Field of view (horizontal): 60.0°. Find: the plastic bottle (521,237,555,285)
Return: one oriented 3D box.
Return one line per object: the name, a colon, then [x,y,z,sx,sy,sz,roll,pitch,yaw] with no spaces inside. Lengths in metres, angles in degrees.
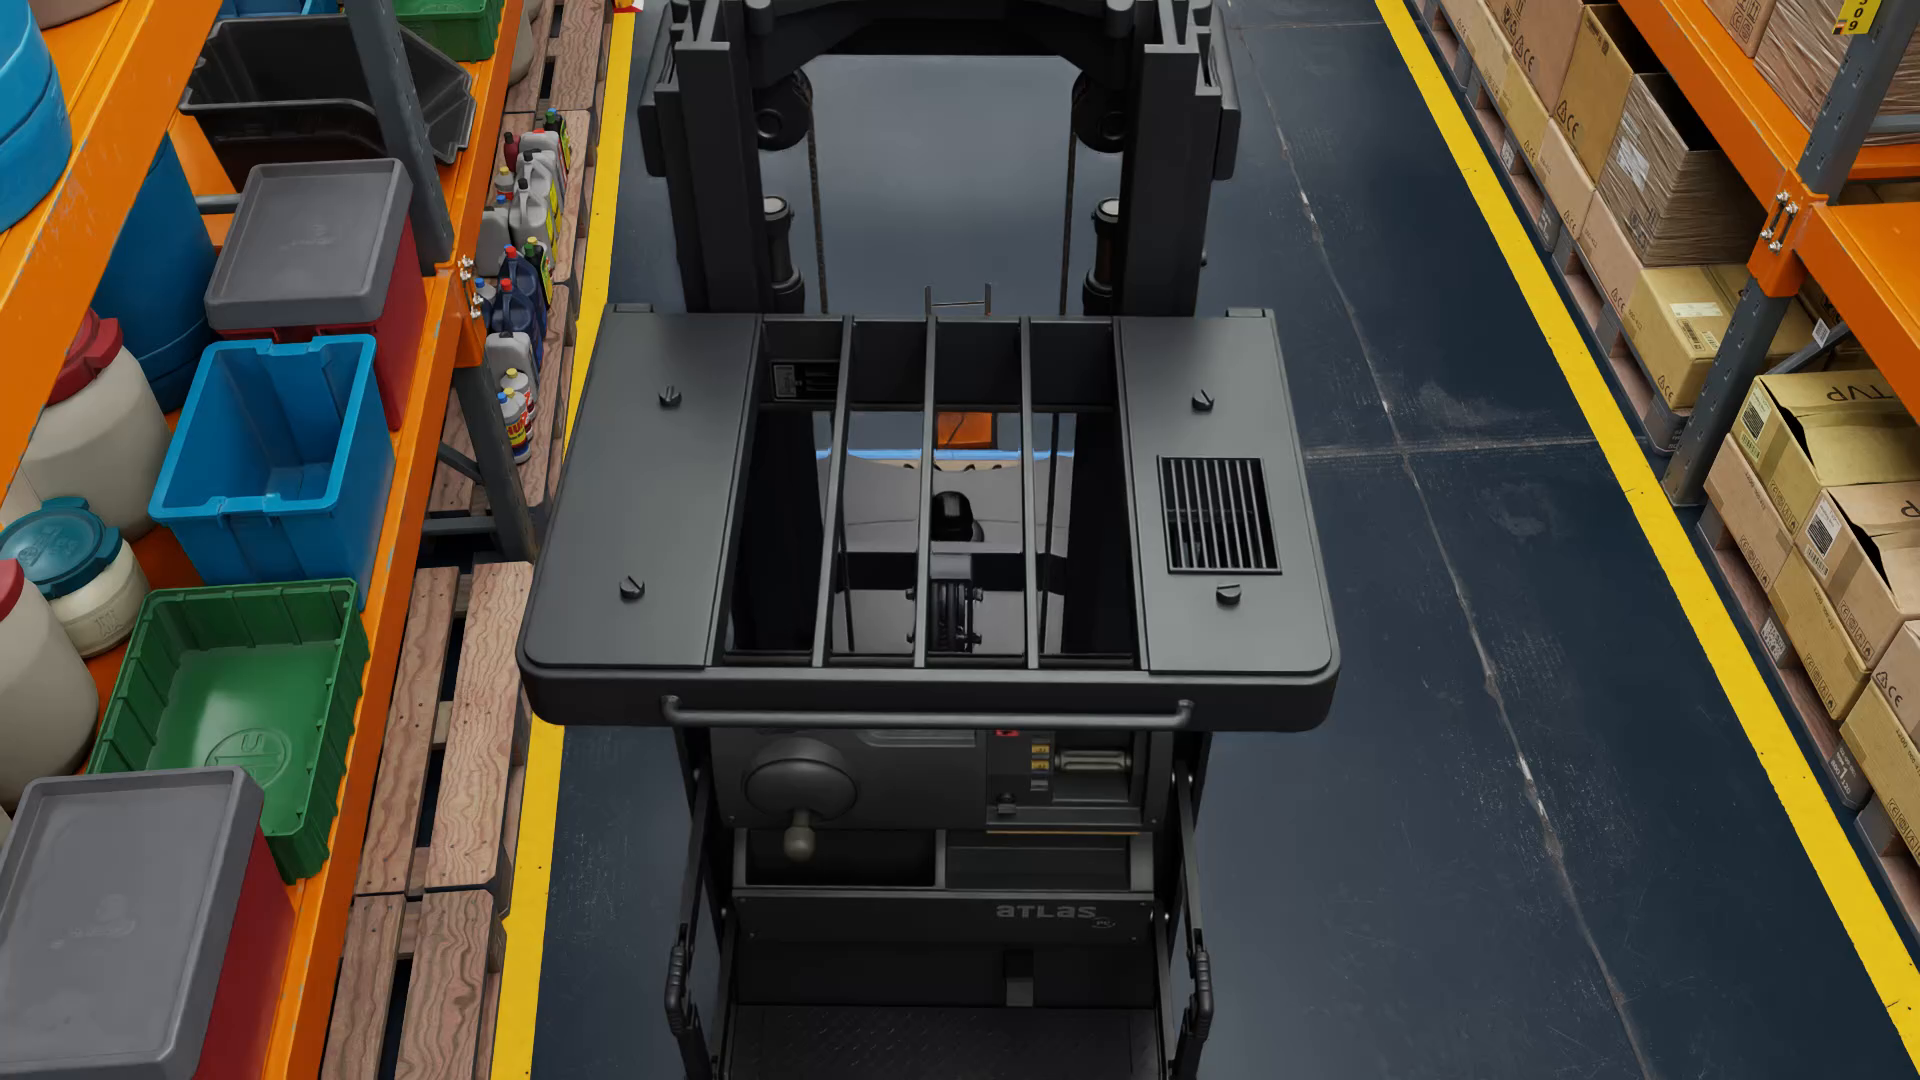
plastic bottle: [-1.606,-1.058,6.311,0.097,0.201,0.097,0,47,0]

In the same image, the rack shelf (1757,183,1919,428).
rack shelf: [3.168,0.479,3.726,1.077,0.370,4.000,-3,47,-3]

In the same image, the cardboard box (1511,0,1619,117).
cardboard box: [2.612,-2.080,6.742,0.500,0.500,0.500,-3,47,-3]

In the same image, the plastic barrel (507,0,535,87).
plastic barrel: [-2.097,-2.266,7.254,0.421,0.512,0.421,0,47,0]

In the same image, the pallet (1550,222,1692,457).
pallet: [2.976,-0.835,6.395,1.003,0.211,1.213,-3,47,-3]

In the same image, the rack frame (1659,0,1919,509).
rack frame: [3.001,-1.216,4.835,1.000,3.000,0.127,-3,47,-3]

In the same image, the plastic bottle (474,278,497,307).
plastic bottle: [-1.722,-0.837,6.053,0.097,0.271,0.097,0,47,0]

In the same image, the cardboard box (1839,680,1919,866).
cardboard box: [2.875,0.637,4.685,0.500,0.250,0.500,-5,47,-5]

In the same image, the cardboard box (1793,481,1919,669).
cardboard box: [2.824,0.069,4.837,0.500,0.311,0.500,-4,47,-4]

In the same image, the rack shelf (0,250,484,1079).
rack shelf: [-1.768,0.777,3.444,1.077,0.370,4.000,-3,47,-3]

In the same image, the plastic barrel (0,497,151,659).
plastic barrel: [-1.977,0.097,3.687,0.301,0.262,0.301,0,47,0]

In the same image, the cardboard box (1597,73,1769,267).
cardboard box: [2.714,-1.357,6.057,0.500,0.500,0.500,-3,47,-3]

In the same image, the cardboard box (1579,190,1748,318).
cardboard box: [2.712,-1.099,6.330,0.500,0.250,0.500,-3,47,-3]

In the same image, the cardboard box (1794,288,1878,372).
cardboard box: [3.264,-0.769,6.016,0.500,0.250,0.500,-3,47,-3]

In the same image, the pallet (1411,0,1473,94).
pallet: [2.772,-2.600,8.067,1.003,0.211,1.213,-3,47,-3]

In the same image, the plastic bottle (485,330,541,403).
plastic bottle: [-1.580,-0.621,5.846,0.152,0.276,0.135,-2,47,-2]

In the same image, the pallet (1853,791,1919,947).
pallet: [3.207,1.159,4.507,1.003,0.211,1.213,-3,47,-3]

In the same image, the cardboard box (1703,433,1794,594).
cardboard box: [2.788,-0.108,5.391,0.500,0.250,0.500,-5,47,-4]

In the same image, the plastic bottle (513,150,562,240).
plastic bottle: [-1.656,-1.346,6.480,0.144,0.351,0.185,-2,47,-2]

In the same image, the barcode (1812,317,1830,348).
barcode: [2.607,-0.628,5.036,0.001,0.075,0.075,-3,47,-3]

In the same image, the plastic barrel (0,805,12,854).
plastic barrel: [-1.976,0.585,3.036,0.433,0.535,0.433,0,47,0]

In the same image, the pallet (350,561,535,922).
pallet: [-1.831,0.607,5.029,1.003,0.211,1.213,-3,47,-3]

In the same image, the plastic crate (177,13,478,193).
plastic crate: [-1.852,-1.282,4.941,0.767,0.338,0.504,-3,47,-3]

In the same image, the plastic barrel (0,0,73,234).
plastic barrel: [-1.567,-0.820,2.049,0.600,0.901,0.708,-3,47,-3]

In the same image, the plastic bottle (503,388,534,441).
plastic bottle: [-1.534,-0.437,5.722,0.097,0.201,0.097,0,47,0]

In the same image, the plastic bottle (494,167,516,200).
plastic bottle: [-1.797,-1.393,6.627,0.097,0.201,0.097,0,47,0]

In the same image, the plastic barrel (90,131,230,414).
plastic barrel: [-2.205,-0.792,4.089,0.600,0.901,0.708,-3,47,-3]

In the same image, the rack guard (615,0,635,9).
rack guard: [-2.217,-2.900,8.152,1.175,0.500,0.348,-3,47,-3]

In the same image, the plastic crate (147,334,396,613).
plastic crate: [-1.533,-0.133,3.821,0.392,0.384,0.575,-3,47,-3]

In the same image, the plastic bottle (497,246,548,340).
plastic bottle: [-1.605,-0.903,6.061,0.144,0.351,0.185,-5,47,-5]

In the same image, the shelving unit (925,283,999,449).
shelving unit: [0.004,-0.322,5.332,0.215,1.050,0.252,-3,47,-3]

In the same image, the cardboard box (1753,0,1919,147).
cardboard box: [2.957,-1.571,5.103,0.700,0.500,0.500,-5,47,-4]

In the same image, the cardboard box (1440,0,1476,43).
cardboard box: [2.535,-2.546,7.699,0.500,0.250,0.500,-3,47,-3]

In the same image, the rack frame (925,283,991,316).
rack frame: [-0.006,-0.411,5.416,0.200,1.050,0.008,-3,47,-3]

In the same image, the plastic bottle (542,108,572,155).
plastic bottle: [-1.680,-1.698,6.917,0.097,0.201,0.097,0,47,0]

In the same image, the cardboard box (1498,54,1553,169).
cardboard box: [2.613,-1.822,7.014,0.500,0.250,0.500,-3,47,-3]

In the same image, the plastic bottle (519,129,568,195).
plastic bottle: [-1.686,-1.540,6.715,0.152,0.276,0.135,-3,47,-3]

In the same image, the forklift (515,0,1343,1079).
forklift: [-0.037,0.551,3.210,1.130,2.935,3.031,0,47,0]

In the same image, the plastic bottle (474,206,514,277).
plastic bottle: [-1.786,-1.158,6.354,0.152,0.276,0.135,-3,47,-3]

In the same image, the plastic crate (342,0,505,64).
plastic crate: [-1.768,-1.844,5.576,0.450,0.188,0.662,-3,47,-3]

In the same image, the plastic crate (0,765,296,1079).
plastic crate: [-1.431,0.767,2.914,0.402,0.464,0.583,-3,47,-3]

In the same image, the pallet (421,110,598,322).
pallet: [-2.055,-1.332,6.866,1.003,0.211,1.213,-3,47,-3]

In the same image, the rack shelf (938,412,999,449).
rack shelf: [0.004,-0.315,5.340,0.215,0.259,0.240,-3,47,-3]
